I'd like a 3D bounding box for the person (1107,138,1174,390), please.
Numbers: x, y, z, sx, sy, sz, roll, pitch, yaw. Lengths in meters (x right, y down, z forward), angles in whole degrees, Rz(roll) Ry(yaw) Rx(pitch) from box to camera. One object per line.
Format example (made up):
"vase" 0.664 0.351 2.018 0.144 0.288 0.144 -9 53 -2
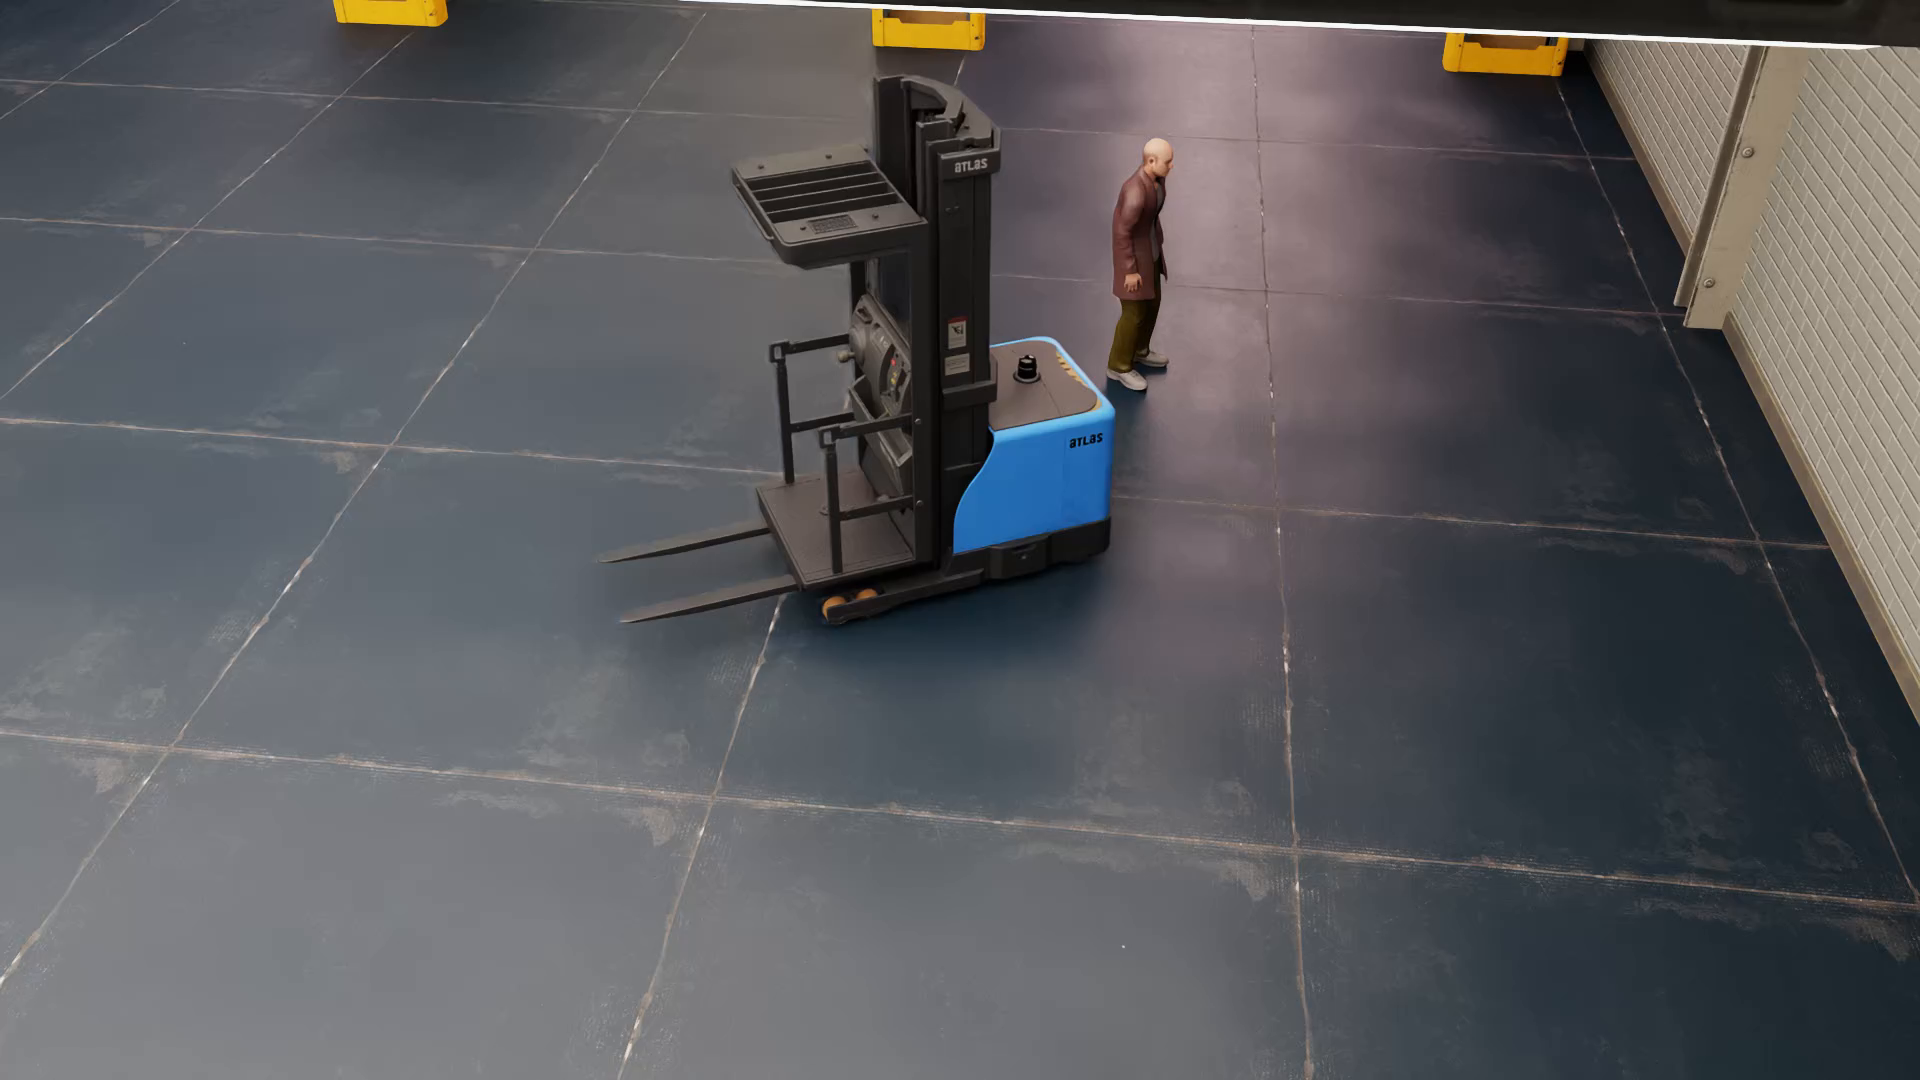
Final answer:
"person" 1.281 -1.974 11.684 0.430 1.772 0.646 17 40 21

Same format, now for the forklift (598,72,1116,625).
"forklift" -0.640 -1.035 9.434 3.031 2.935 1.130 -13 38 -17
